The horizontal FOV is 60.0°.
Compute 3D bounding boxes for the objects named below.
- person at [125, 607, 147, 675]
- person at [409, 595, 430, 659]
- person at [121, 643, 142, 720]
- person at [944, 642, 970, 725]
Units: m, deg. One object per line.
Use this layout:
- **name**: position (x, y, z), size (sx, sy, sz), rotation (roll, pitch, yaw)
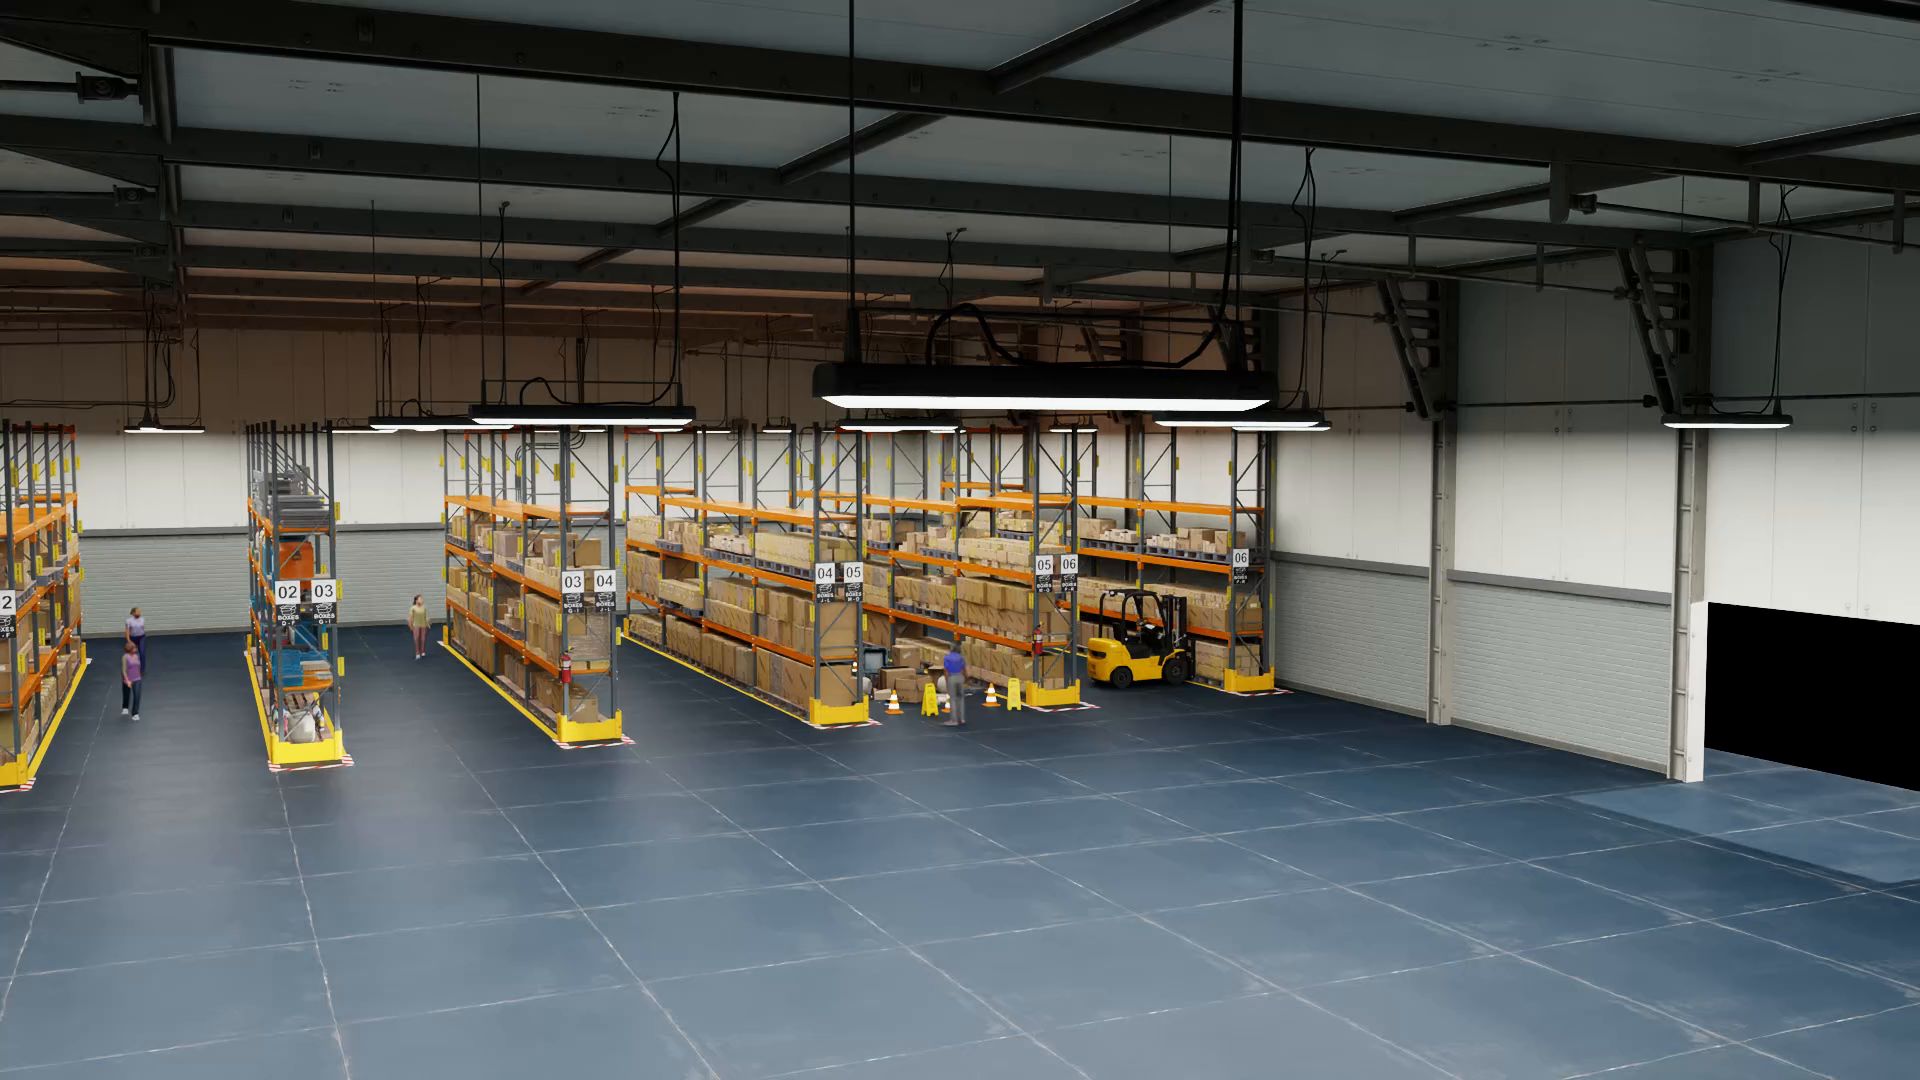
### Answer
- **person**: position (-19.752, 2.417, 39.877), size (0.459, 1.602, 0.665), rotation (-2, 4, -27)
- **person**: position (-13.871, 2.220, 42.682), size (0.526, 1.612, 1.015), rotation (-1, 4, -19)
- **person**: position (-16.755, 2.842, 33.597), size (0.378, 1.527, 0.847), rotation (-2, 4, -34)
- **person**: position (-0.059, 2.844, 32.953), size (0.542, 1.686, 0.388), rotation (-1, 4, -15)
